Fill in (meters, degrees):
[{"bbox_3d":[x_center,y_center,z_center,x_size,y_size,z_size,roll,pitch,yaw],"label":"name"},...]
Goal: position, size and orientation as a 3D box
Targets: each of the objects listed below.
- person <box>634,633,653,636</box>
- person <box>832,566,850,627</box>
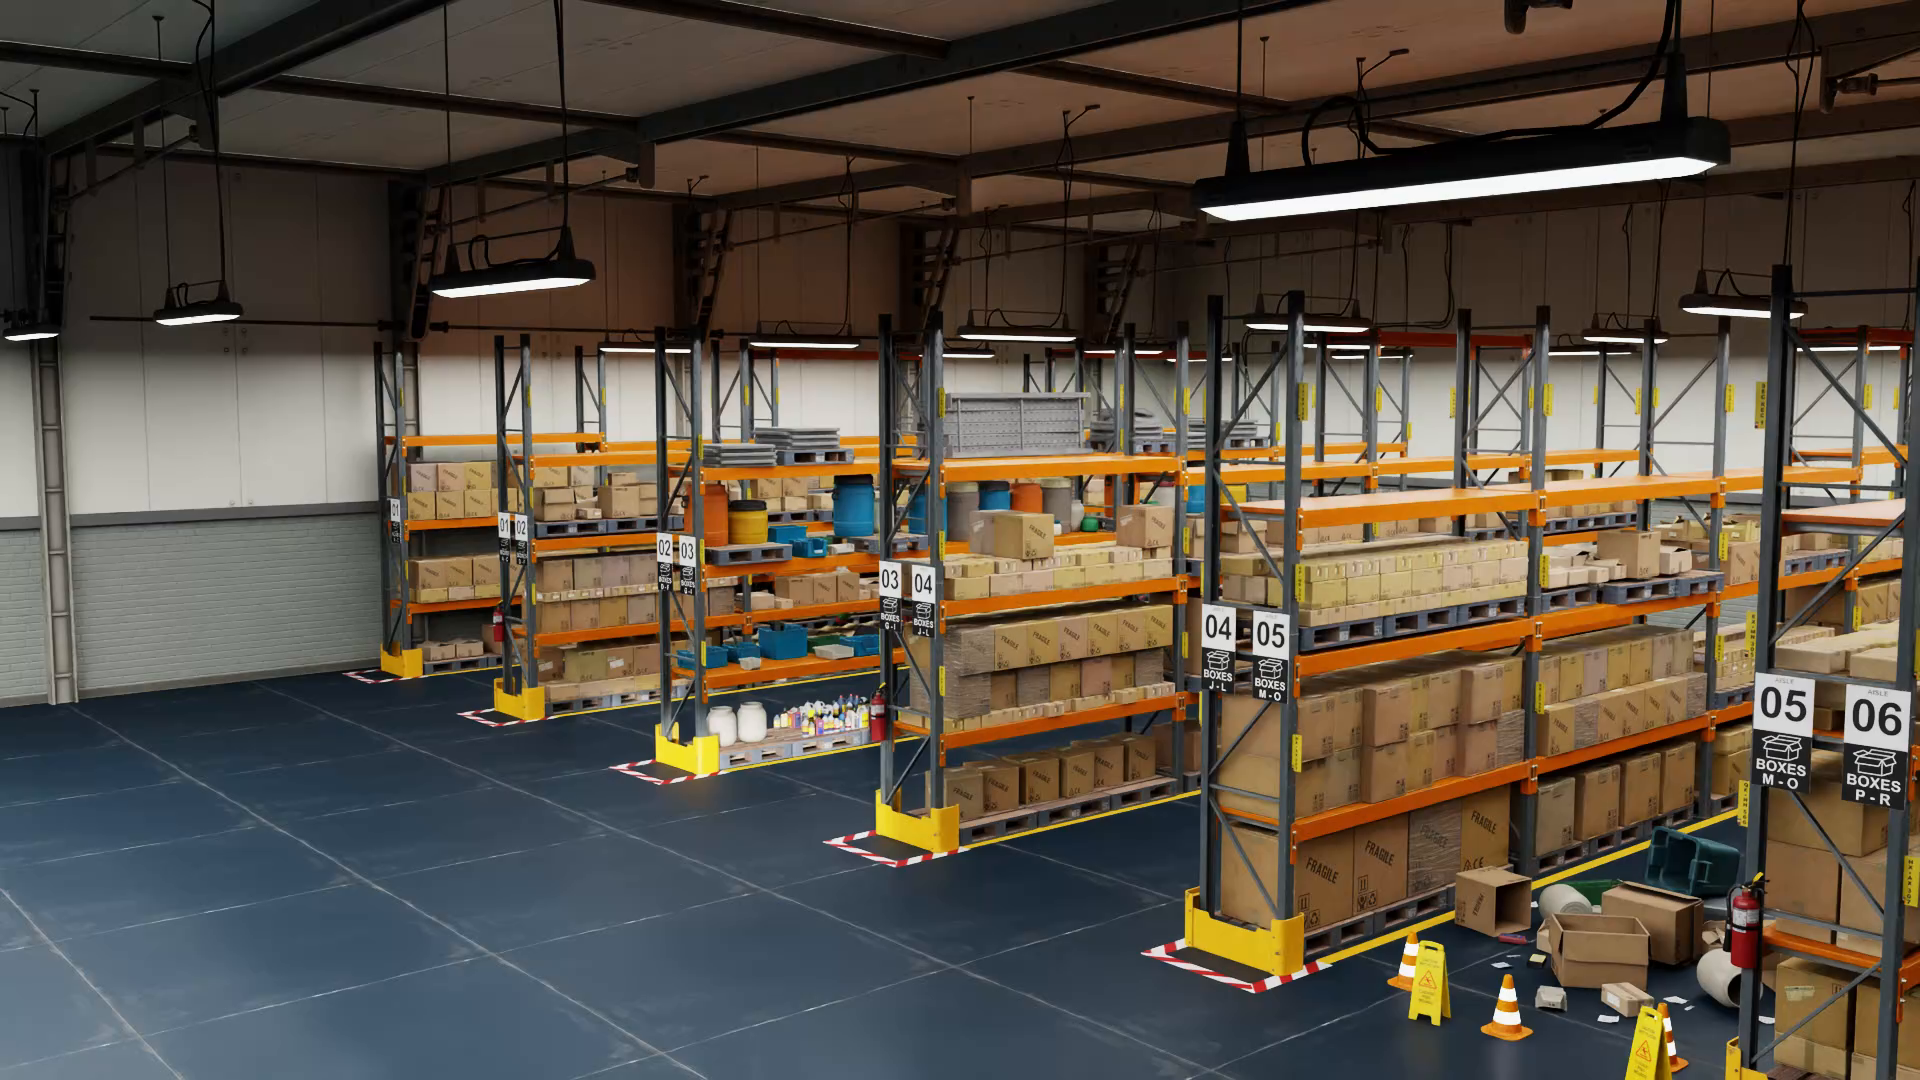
[{"bbox_3d":[-5.852,1.581,29.789,0.537,1.710,1.015,4,6,34],"label":"person"},{"bbox_3d":[-2.478,1.127,34.642,0.515,1.790,0.595,-1,5,-11],"label":"person"}]
